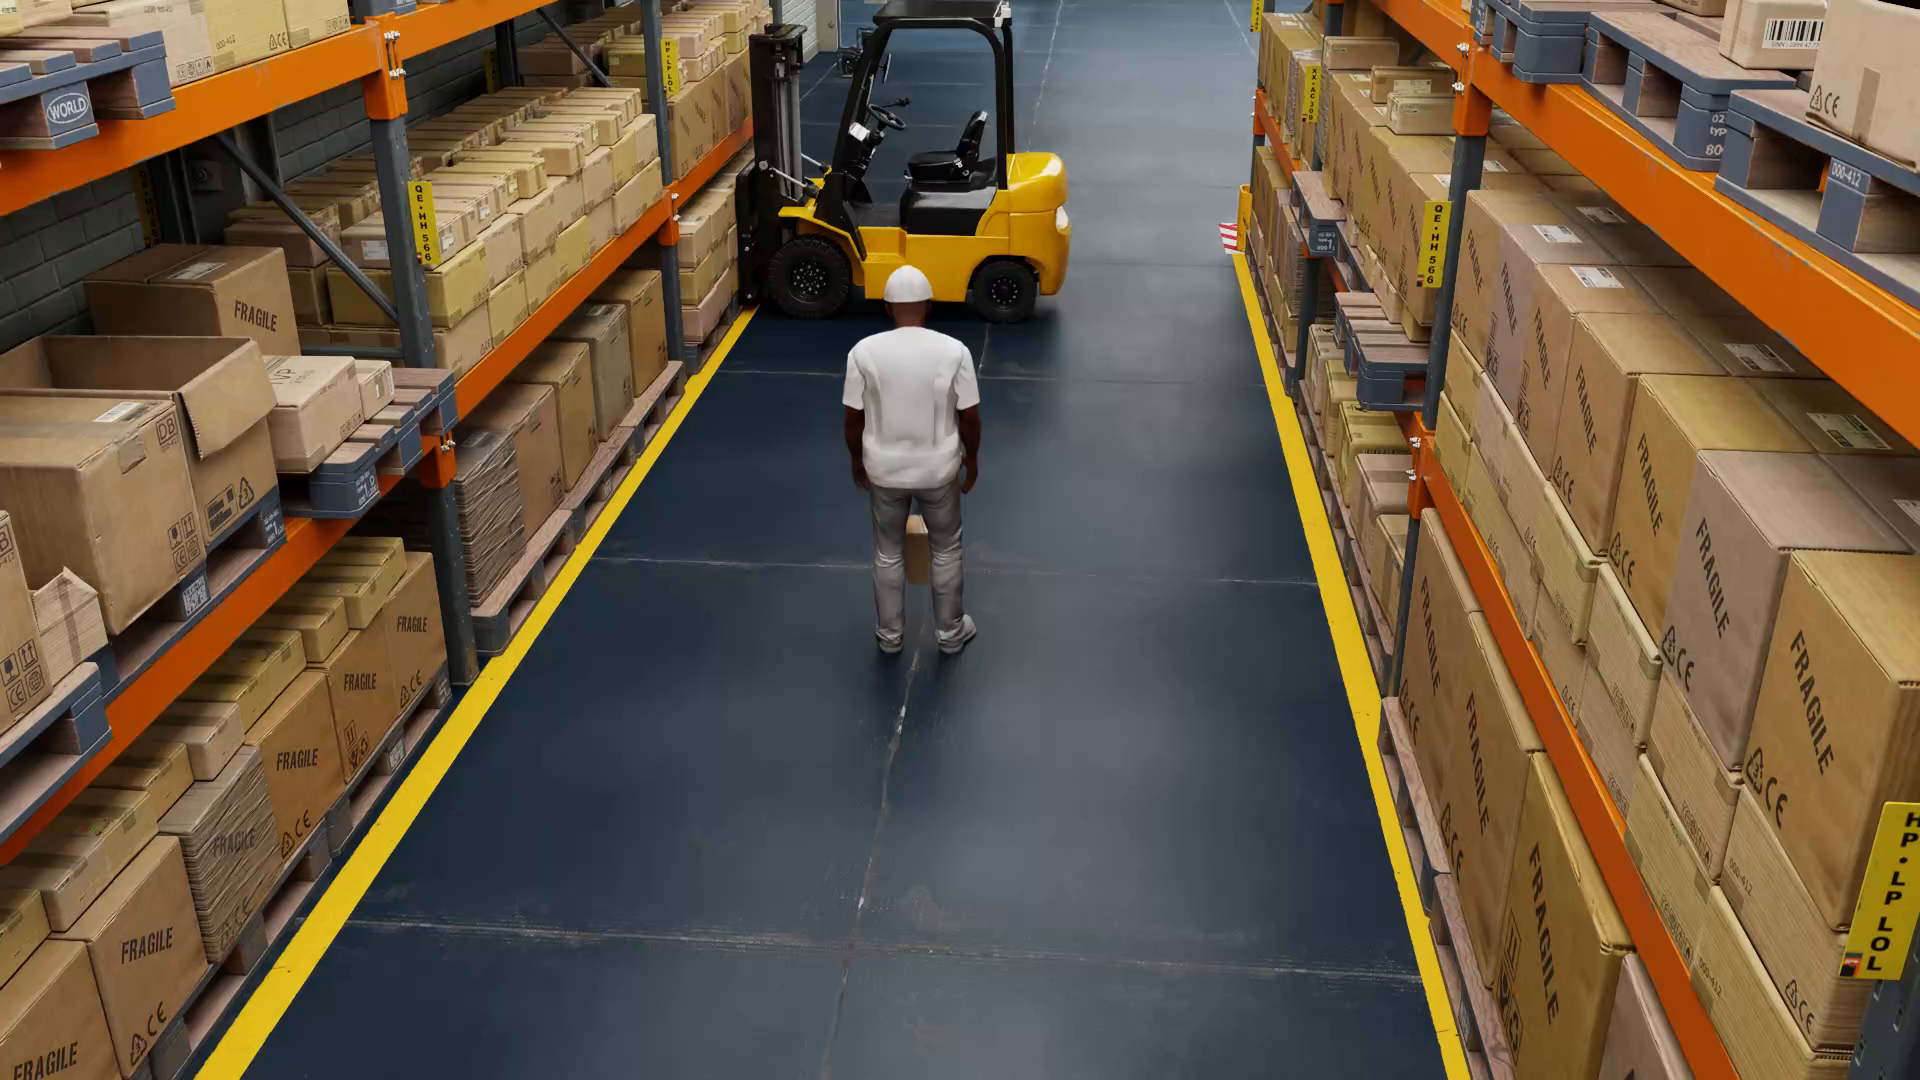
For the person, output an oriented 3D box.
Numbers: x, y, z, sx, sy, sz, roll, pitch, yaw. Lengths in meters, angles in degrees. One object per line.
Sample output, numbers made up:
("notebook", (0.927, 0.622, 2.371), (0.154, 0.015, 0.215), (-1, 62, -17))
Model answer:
("person", (-0.206, -0.325, 7.300), (0.598, 1.760, 0.439), (1, 24, 2))
